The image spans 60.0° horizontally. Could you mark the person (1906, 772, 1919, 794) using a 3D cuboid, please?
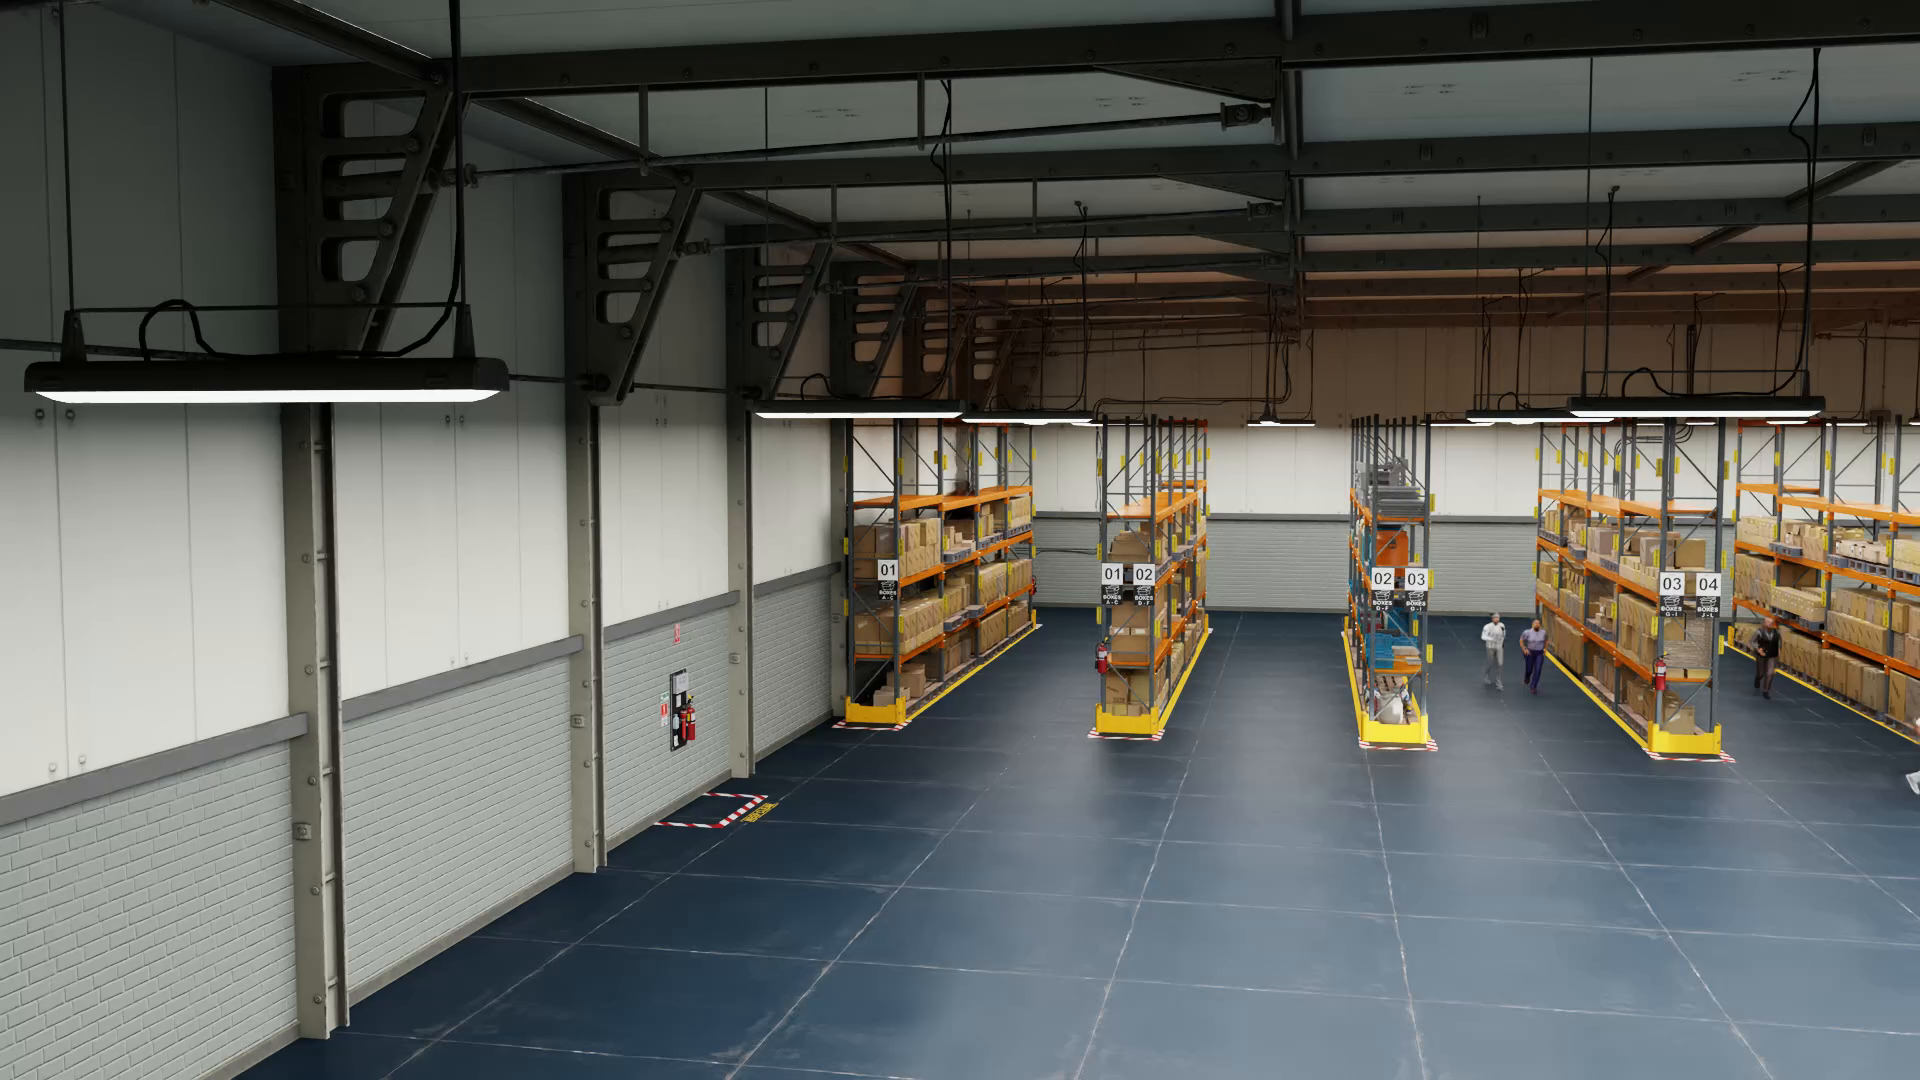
[{"bbox_3d":[14.817,3.176,25.280,0.450,1.775,0.833,-3,5,-39],"label":"person"}]

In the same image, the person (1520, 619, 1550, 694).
[{"bbox_3d":[16.917,2.782,32.314,10.280,1.620,7.567,0,4,7],"label":"person"}]

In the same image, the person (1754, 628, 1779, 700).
[{"bbox_3d":[17.285,2.621,35.646,0.449,1.493,0.894,1,4,10],"label":"person"}]

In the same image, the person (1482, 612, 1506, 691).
[{"bbox_3d":[5.862,1.536,39.071,12.950,3.190,3.931,0,4,7],"label":"person"}]
